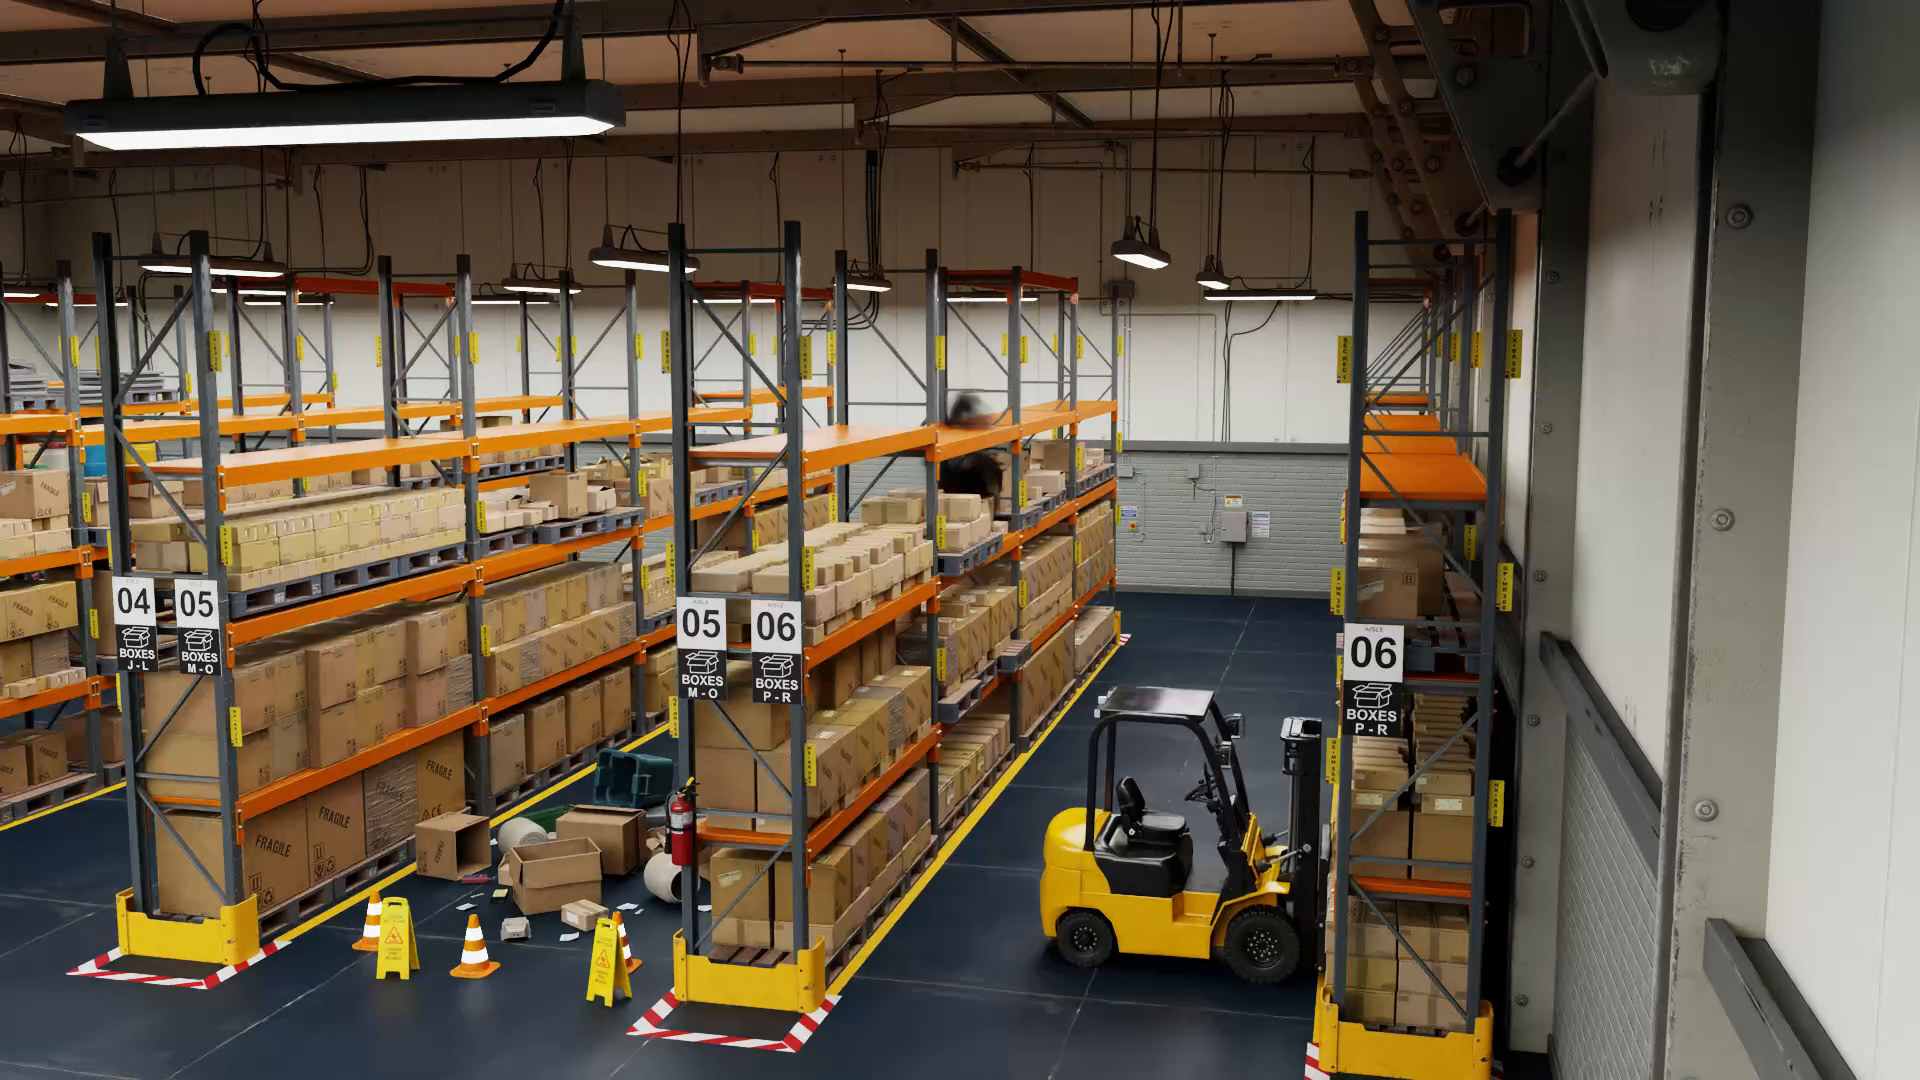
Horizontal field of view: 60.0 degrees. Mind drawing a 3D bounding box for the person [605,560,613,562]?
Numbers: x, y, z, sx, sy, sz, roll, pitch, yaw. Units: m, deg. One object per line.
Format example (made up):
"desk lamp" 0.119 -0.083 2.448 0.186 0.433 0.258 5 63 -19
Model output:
"person" -5.406 1.173 25.890 0.583 1.753 0.749 2 7 12
